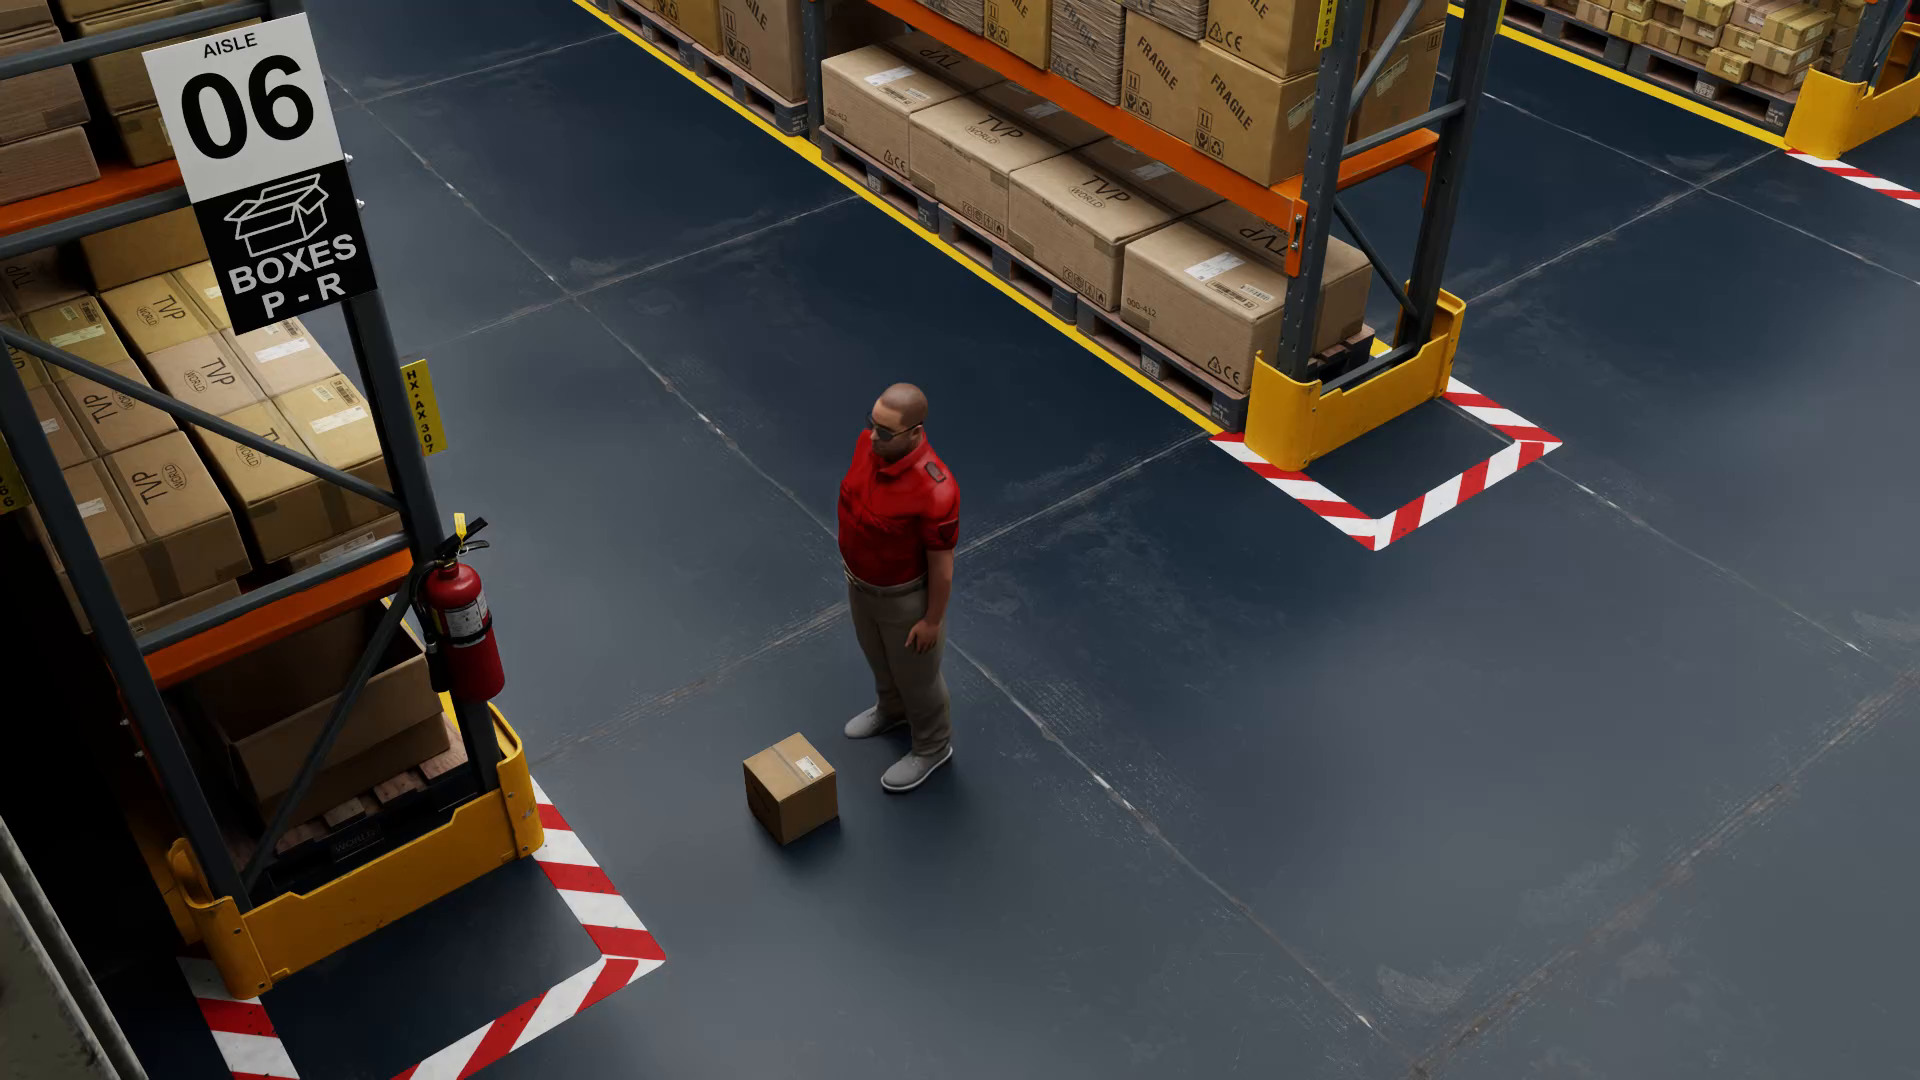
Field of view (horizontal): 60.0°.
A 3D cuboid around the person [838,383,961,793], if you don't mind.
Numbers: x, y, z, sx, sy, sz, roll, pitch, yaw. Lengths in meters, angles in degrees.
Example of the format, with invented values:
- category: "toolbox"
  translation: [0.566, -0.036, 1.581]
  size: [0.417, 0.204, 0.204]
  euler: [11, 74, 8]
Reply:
- category: "person"
  translation: [-0.231, 0.185, 5.971]
  size: [0.372, 1.749, 0.526]
  euler: [-25, 46, -27]
